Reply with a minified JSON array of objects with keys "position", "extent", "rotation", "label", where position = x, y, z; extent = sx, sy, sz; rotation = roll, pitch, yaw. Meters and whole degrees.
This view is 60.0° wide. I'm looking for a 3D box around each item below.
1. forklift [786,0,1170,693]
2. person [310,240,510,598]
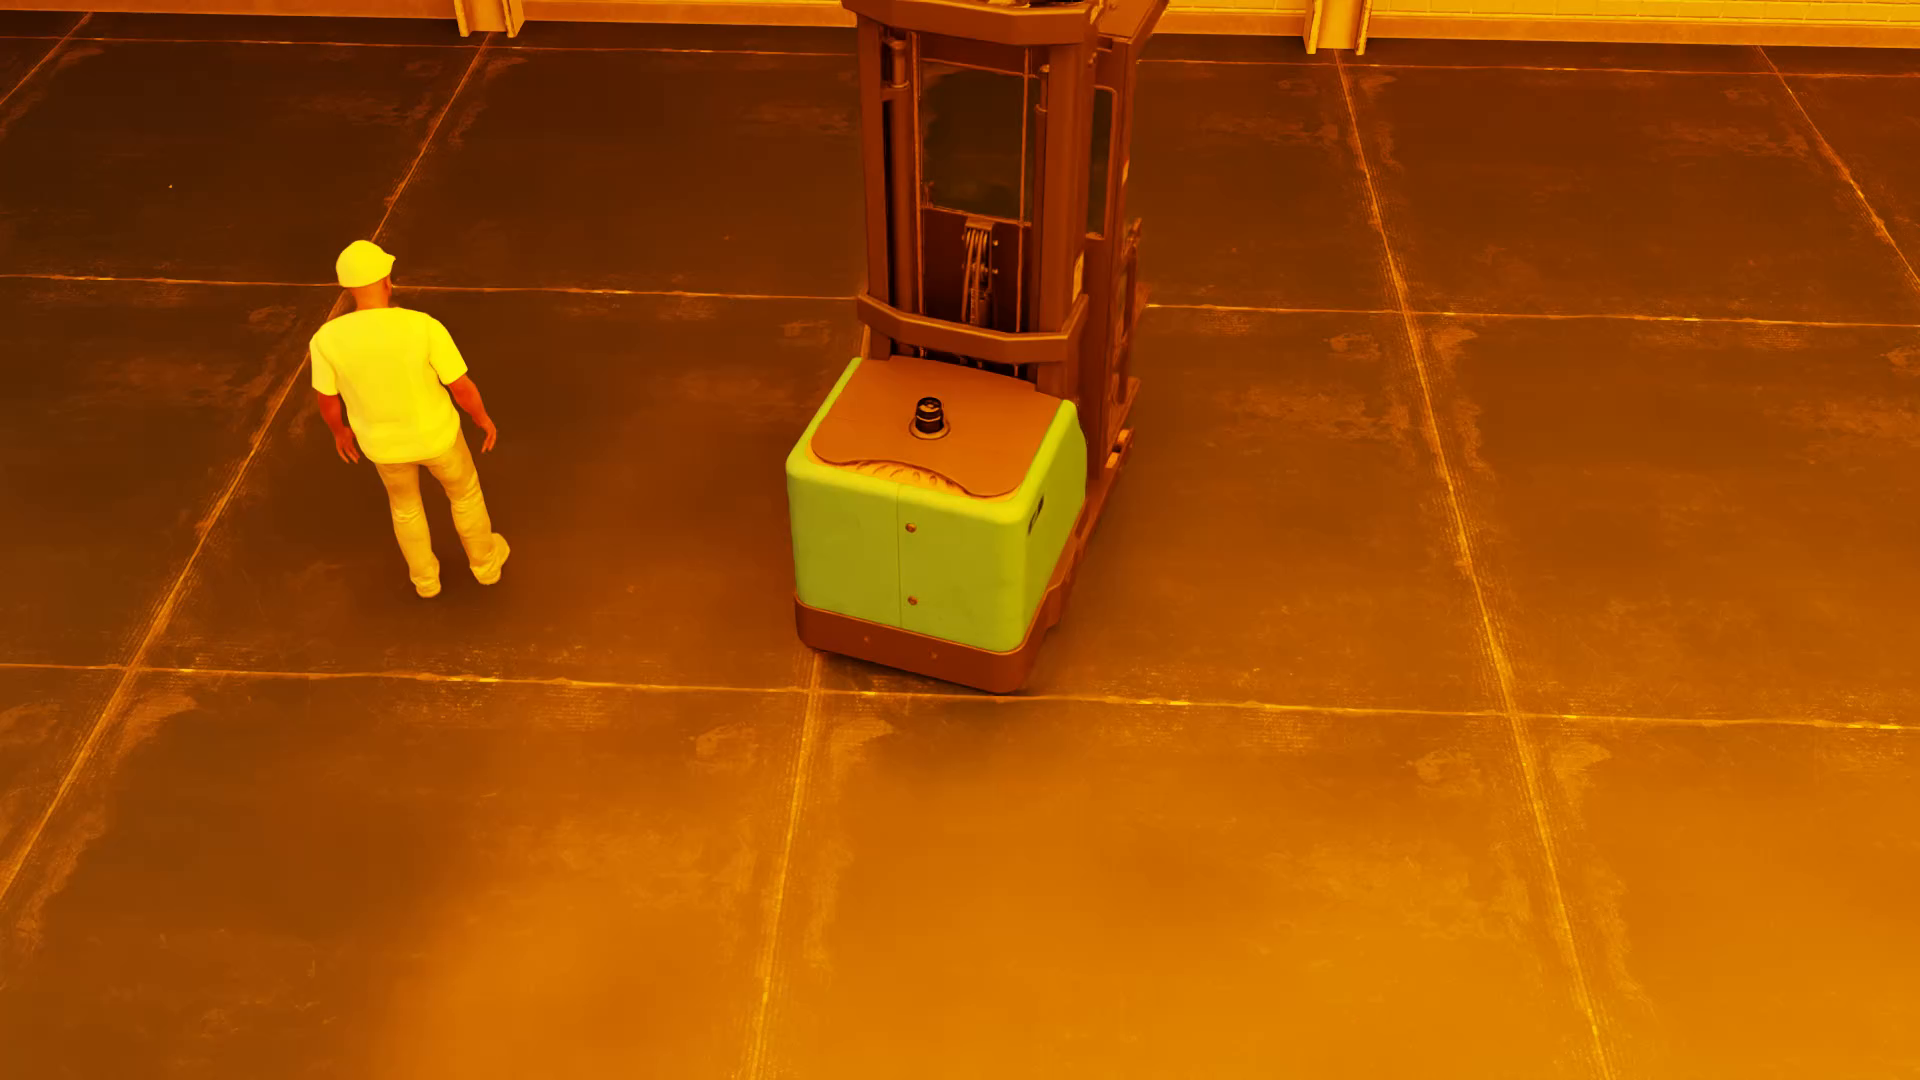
[{"position":[0.239,-1.436,7.315],"extent":[1.130,2.935,3.031],"rotation":[13,44,14],"label":"forklift"},{"position":[-2.351,-0.485,7.145],"extent":[0.678,1.759,0.448],"rotation":[-5,43,-6],"label":"person"}]
